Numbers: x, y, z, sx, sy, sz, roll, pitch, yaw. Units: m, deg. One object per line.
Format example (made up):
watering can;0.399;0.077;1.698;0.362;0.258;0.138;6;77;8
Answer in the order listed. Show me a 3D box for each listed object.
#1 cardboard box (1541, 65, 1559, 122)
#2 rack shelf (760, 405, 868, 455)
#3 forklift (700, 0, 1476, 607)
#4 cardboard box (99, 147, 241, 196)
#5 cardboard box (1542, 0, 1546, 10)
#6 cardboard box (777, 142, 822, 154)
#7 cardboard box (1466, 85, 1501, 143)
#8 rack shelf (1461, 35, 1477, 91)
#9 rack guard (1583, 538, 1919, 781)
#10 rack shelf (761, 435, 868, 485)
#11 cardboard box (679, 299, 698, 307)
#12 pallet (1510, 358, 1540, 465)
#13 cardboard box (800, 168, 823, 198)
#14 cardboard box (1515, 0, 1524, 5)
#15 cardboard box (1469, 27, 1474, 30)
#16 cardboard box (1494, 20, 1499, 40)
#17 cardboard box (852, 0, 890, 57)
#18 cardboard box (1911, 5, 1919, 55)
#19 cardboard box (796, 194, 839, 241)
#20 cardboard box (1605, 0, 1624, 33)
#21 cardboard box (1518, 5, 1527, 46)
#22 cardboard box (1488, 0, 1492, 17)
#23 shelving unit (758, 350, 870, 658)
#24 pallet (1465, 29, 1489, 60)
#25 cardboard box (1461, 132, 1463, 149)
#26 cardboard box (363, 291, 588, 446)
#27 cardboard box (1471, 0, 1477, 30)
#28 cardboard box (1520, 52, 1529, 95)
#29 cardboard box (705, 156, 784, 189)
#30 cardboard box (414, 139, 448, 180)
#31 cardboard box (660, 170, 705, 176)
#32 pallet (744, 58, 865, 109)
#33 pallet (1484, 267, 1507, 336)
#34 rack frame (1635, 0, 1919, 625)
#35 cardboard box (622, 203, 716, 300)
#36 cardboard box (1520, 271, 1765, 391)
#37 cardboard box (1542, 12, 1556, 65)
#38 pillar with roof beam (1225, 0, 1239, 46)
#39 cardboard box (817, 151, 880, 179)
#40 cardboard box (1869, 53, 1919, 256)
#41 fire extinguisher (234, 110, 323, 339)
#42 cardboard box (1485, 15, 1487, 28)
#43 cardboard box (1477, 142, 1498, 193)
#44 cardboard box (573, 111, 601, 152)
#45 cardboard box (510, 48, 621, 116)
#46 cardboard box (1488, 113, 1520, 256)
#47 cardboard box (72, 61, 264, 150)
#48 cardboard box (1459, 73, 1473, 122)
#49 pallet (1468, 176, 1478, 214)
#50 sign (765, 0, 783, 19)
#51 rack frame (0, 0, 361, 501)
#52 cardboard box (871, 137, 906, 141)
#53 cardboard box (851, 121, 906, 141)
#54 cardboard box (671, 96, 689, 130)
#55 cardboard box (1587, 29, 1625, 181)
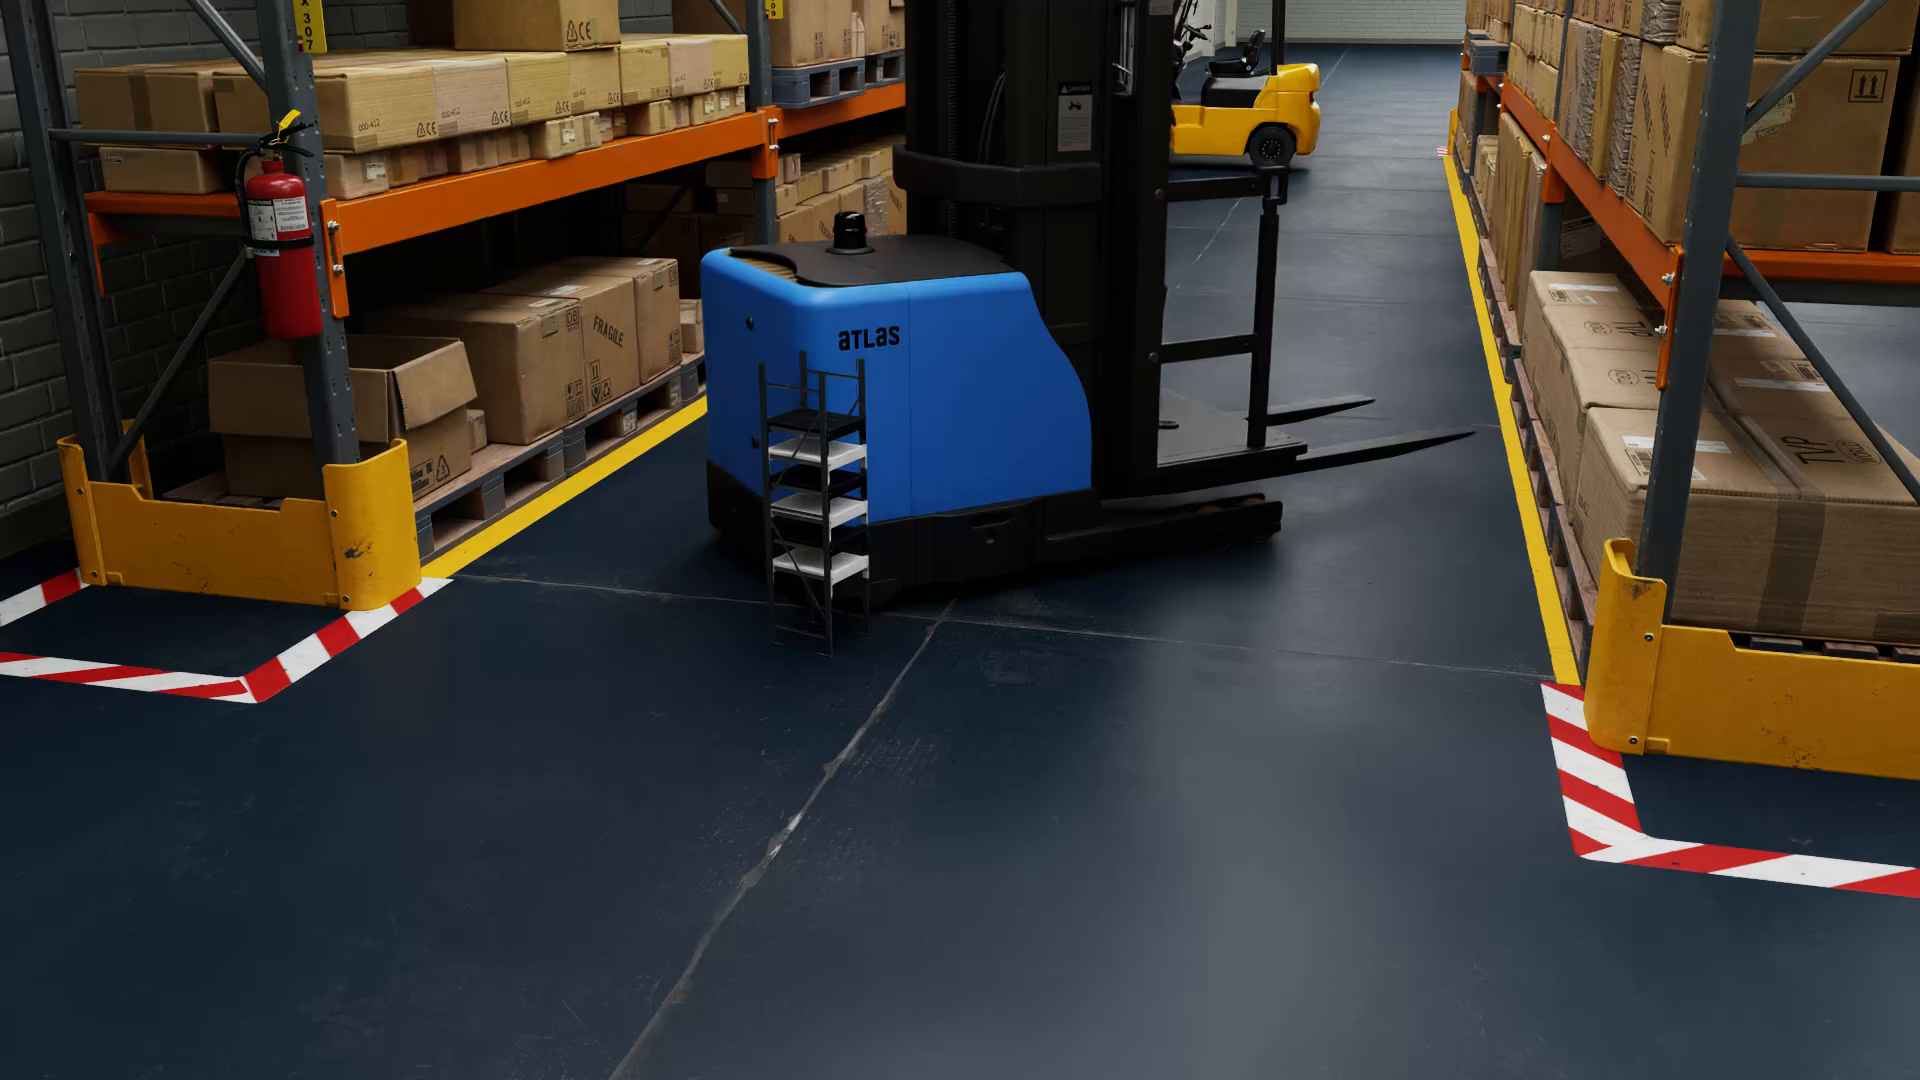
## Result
cardboard box;3.179;-2.208;8.242;0.500;0.250;0.500;4;19;12
rack shelf;-0.443;-0.335;5.043;0.258;0.077;0.200;11;22;29
forklift;0.616;-1.487;6.006;3.031;2.935;1.130;-10;21;-26
cardboard box;-2.657;-1.261;5.629;0.380;0.149;0.250;4;19;13
cardboard box;3.441;-3.119;8.976;0.500;0.500;0.500;5;20;15
cardboard box;-1.183;-2.703;11.675;0.380;0.149;0.250;4;19;11
cardboard box;5.152;-4.085;15.950;0.500;0.500;0.500;4;19;13
rack shelf;5.757;-4.912;17.041;1.077;0.370;4.000;5;19;13
rack guard;2.330;0.326;4.460;1.175;0.500;0.348;5;19;13
rack shelf;-0.443;-0.249;5.072;0.258;0.077;0.200;11;22;29
cardboard box;-1.352;-1.161;8.706;0.380;0.149;0.250;4;19;12
pallet;3.052;-0.566;7.519;1.003;0.211;1.213;5;19;13
cardboard box;-1.057;-2.184;10.156;0.380;0.149;0.250;4;19;12
cardboard box;3.933;-3.757;10.845;0.500;0.500;0.500;4;19;12
cardboard box;5.664;-5.437;17.855;0.380;0.149;0.250;5;19;14
cardboard box;4.225;-3.824;12.480;0.380;0.149;0.250;4;19;11
cardboard box;-0.847;-3.297;10.396;0.700;0.500;0.500;5;19;13
cardboard box;2.730;-1.513;4.274;0.500;0.500;0.500;4;19;12
cardboard box;-1.044;-1.826;10.111;0.500;0.500;0.500;4;19;13
cardboard box;2.571;-2.033;5.798;0.500;0.500;0.500;5;19;13
cardboard box;3.800;-3.236;10.480;0.500;0.250;0.500;5;20;15
cardboard box;4.505;-4.415;13.209;0.500;0.500;0.500;4;19;11
shelving unit;-0.443;-0.111;5.119;0.258;0.900;0.210;11;22;29
pallet;4.940;-4.307;14.453;1.003;0.211;1.213;5;19;13
cardboard box;5.401;-4.056;17.027;0.500;0.250;0.500;5;19;14
cardboard box;-1.990;-0.720;6.873;0.700;0.500;0.500;5;20;16
cardboard box;5.498;-5.458;16.913;0.500;0.500;0.500;4;19;12
cardboard box;3.685;-2.841;10.097;0.500;0.250;0.500;5;20;15
cardboard box;-1.214;-2.069;9.357;0.380;0.149;0.250;4;19;12
cardboard box;-2.084;-1.386;5.994;0.380;0.149;0.250;4;19;13
cardboard box;-1.580;-2.130;9.996;0.380;0.149;0.250;5;19;14
pallet;-1.200;-2.660;9.631;1.003;0.211;1.213;5;19;13
pallet;3.725;-1.430;10.047;1.003;0.211;1.213;5;19;13
rack frame;2.336;-0.864;4.078;1.000;3.000;0.127;5;19;13
cardboard box;-1.667;-1.702;9.747;0.500;0.500;0.500;5;19;13
cardboard box;3.056;-0.916;7.543;0.875;0.438;0.875;4;19;13
cardboard box;3.300;-2.598;8.613;0.500;0.250;0.500;5;20;15
pillar with roof beam;11.892;-18.025;45.038;9.100;9.000;0.400;5;19;13
cardboard box;-0.750;-2.497;11.072;0.380;0.149;0.250;4;19;11
cardboard box;2.732;-1.039;4.436;0.500;0.500;0.500;5;19;13
fire extinguisher;-2.066;-0.960;5.053;0.296;0.674;0.183;5;19;13
cardboard box;4.827;-4.557;14.628;0.380;0.149;0.250;5;19;14
cardboard box;4.970;-3.191;14.304;0.950;0.372;0.625;6;20;17
cardboard box;-1.724;-1.702;6.918;0.380;0.149;0.250;5;20;15
cardboard box;-1.758;-1.925;6.955;0.500;0.250;0.500;4;19;12
cardboard box;4.042;-2.355;11.080;0.875;0.875;0.875;4;19;13
cardboard box;-2.623;-1.490;5.681;0.500;0.250;0.500;5;20;15
cardboard box;5.651;-4.729;17.836;0.500;0.500;0.500;4;19;11
pallet;5.079;-3.062;14.825;1.003;0.211;1.213;5;19;13
sign;-0.973;-2.878;8.634;0.100;0.325;0.005;5;19;13
rack frame;-2.478;-1.255;5.222;1.000;3.000;0.127;5;19;13
cardboard box;-0.435;-2.823;12.025;0.380;0.149;0.250;4;19;11
cardboard box;-0.358;-3.032;13.448;0.875;0.625;0.625;5;20;15
cardboard box;-1.507;-2.023;7.860;0.380;0.149;0.250;5;20;15
cardboard box;2.564;-1.565;5.973;0.500;0.500;0.500;5;20;15
